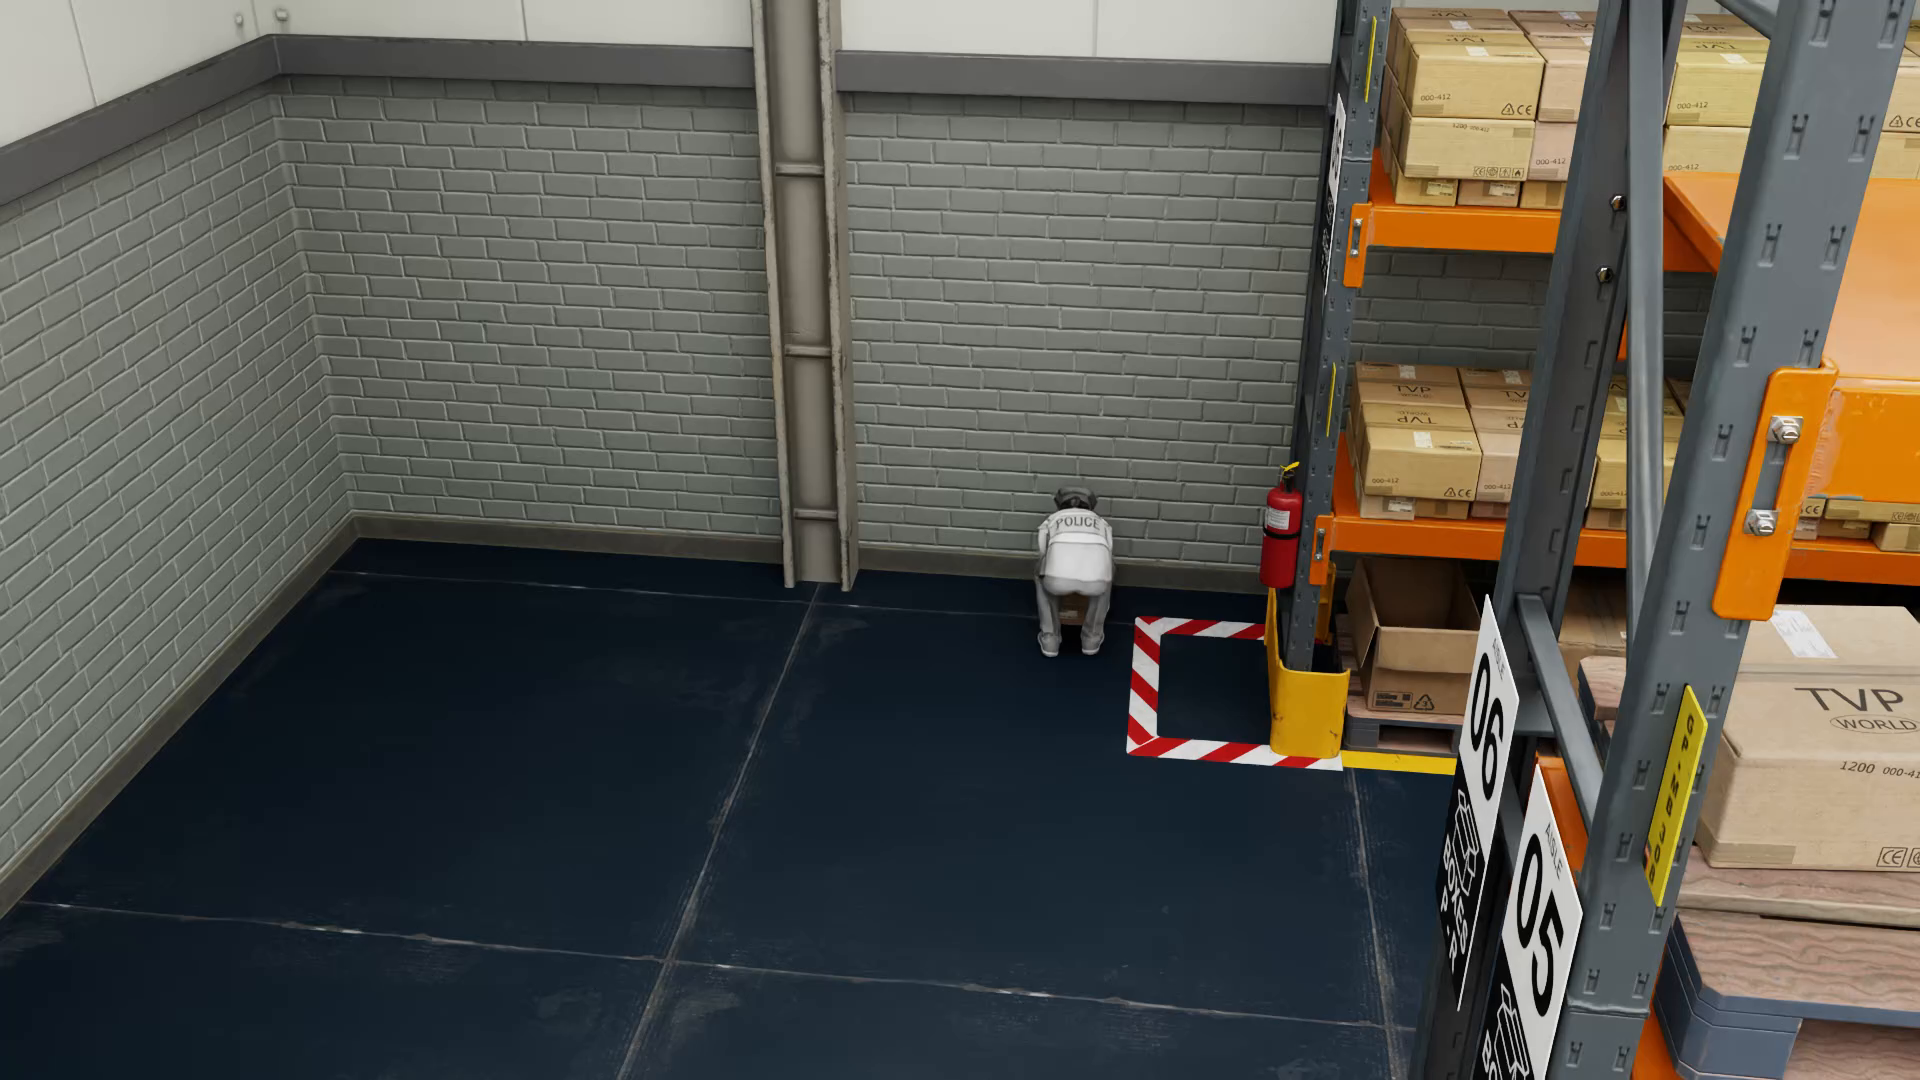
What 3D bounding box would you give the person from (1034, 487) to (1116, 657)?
[{"bbox_3d":[0.634,0.196,9.224,0.455,0.778,0.913,3,29,5],"label":"person"}]
